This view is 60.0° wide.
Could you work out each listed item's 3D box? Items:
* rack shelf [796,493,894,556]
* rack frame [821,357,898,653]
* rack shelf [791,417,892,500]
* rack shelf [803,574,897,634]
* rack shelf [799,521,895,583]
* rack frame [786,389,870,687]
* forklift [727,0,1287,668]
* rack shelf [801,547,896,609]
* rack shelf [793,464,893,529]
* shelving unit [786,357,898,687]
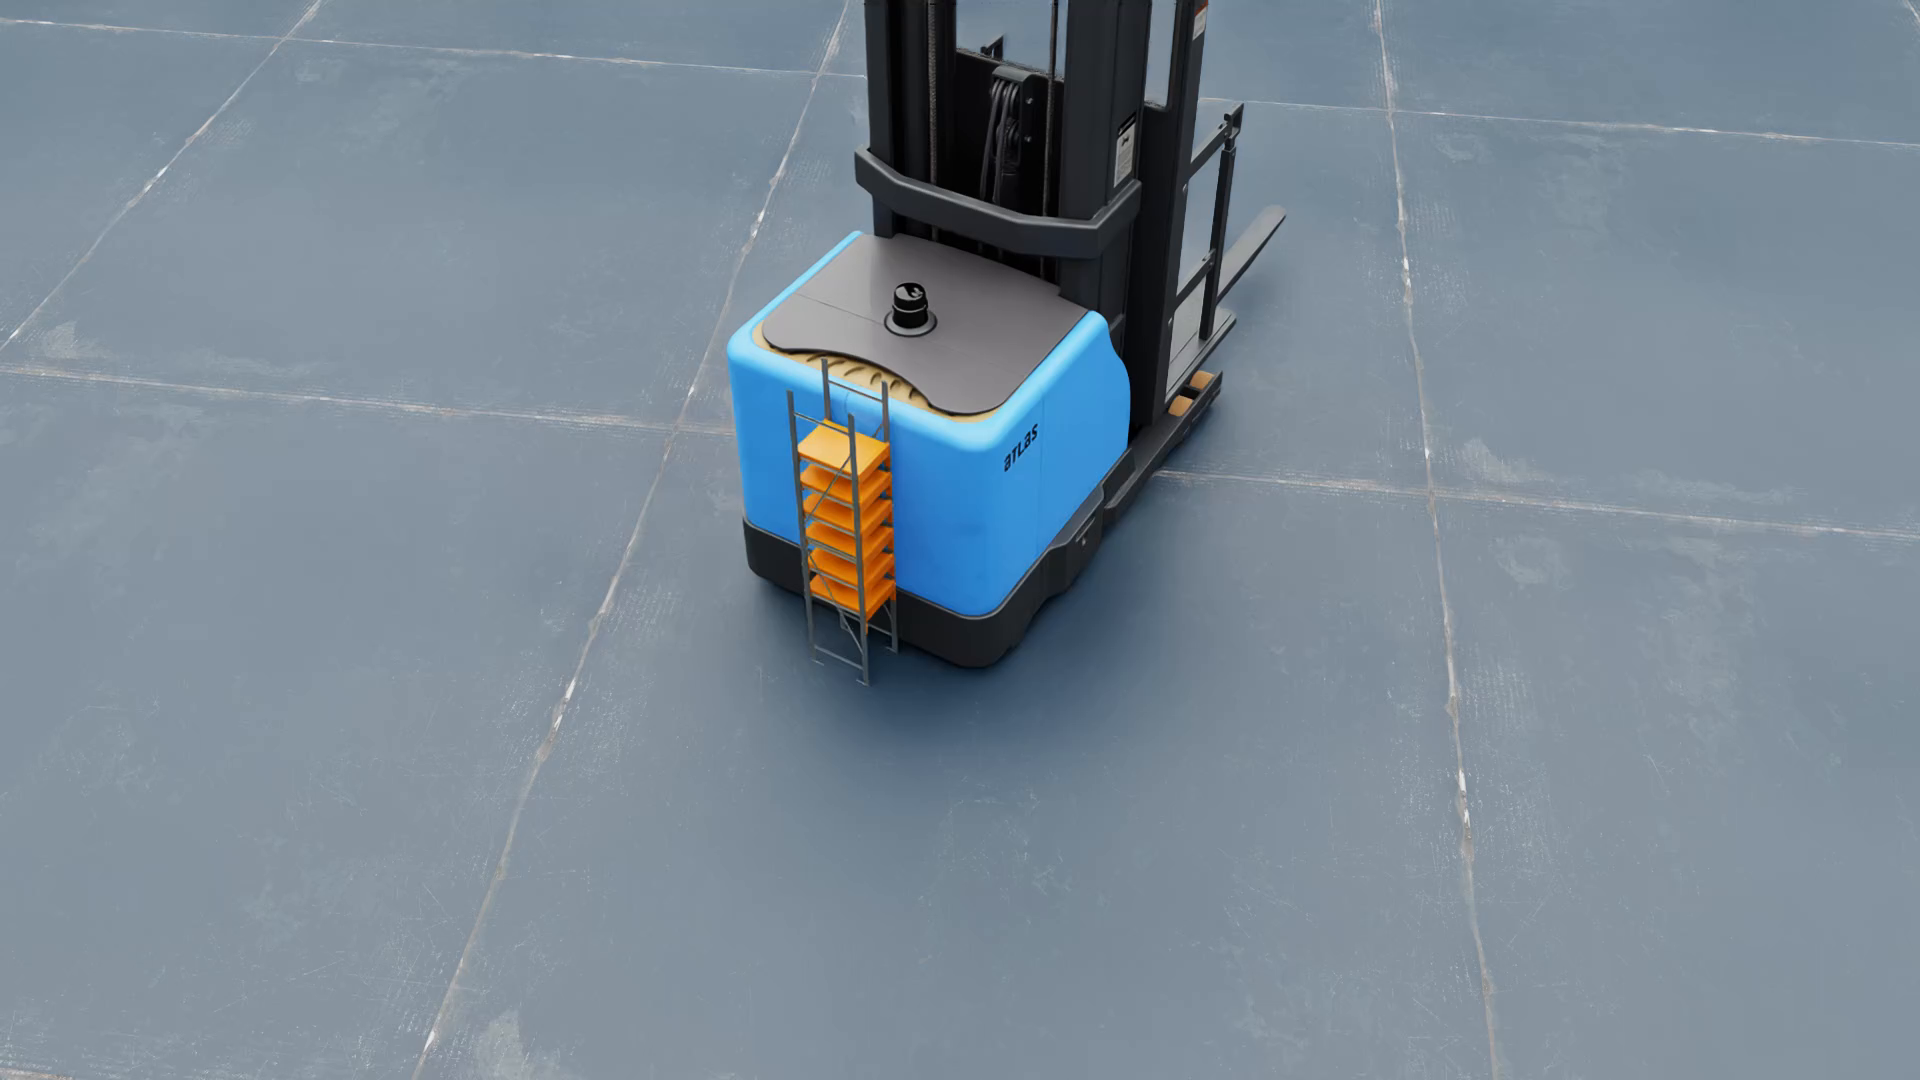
[{"bbox_3d":[-0.369,-0.082,5.354,0.258,0.103,0.180,22,48,22],"label":"rack shelf"},{"bbox_3d":[-0.322,-0.081,5.463,0.240,1.200,0.006,22,48,22],"label":"rack frame"},{"bbox_3d":[-0.369,-0.256,5.189,0.258,0.103,0.180,22,48,22],"label":"rack shelf"},{"bbox_3d":[-0.369,0.180,5.601,0.258,0.103,0.180,22,48,22],"label":"rack shelf"},{"bbox_3d":[-0.369,0.005,5.436,0.258,0.103,0.180,22,48,22],"label":"rack shelf"},{"bbox_3d":[-0.415,0.027,5.349,0.240,1.200,0.006,22,48,22],"label":"rack frame"},{"bbox_3d":[0.412,-1.626,5.836,1.130,2.935,3.031,22,48,22],"label":"forklift"},{"bbox_3d":[-0.369,0.092,5.519,0.258,0.103,0.180,22,48,22],"label":"rack shelf"},{"bbox_3d":[-0.369,-0.169,5.271,0.258,0.103,0.180,22,48,22],"label":"rack shelf"},{"bbox_3d":[-0.369,-0.027,5.406,0.258,1.200,0.189,22,48,22],"label":"shelving unit"}]
